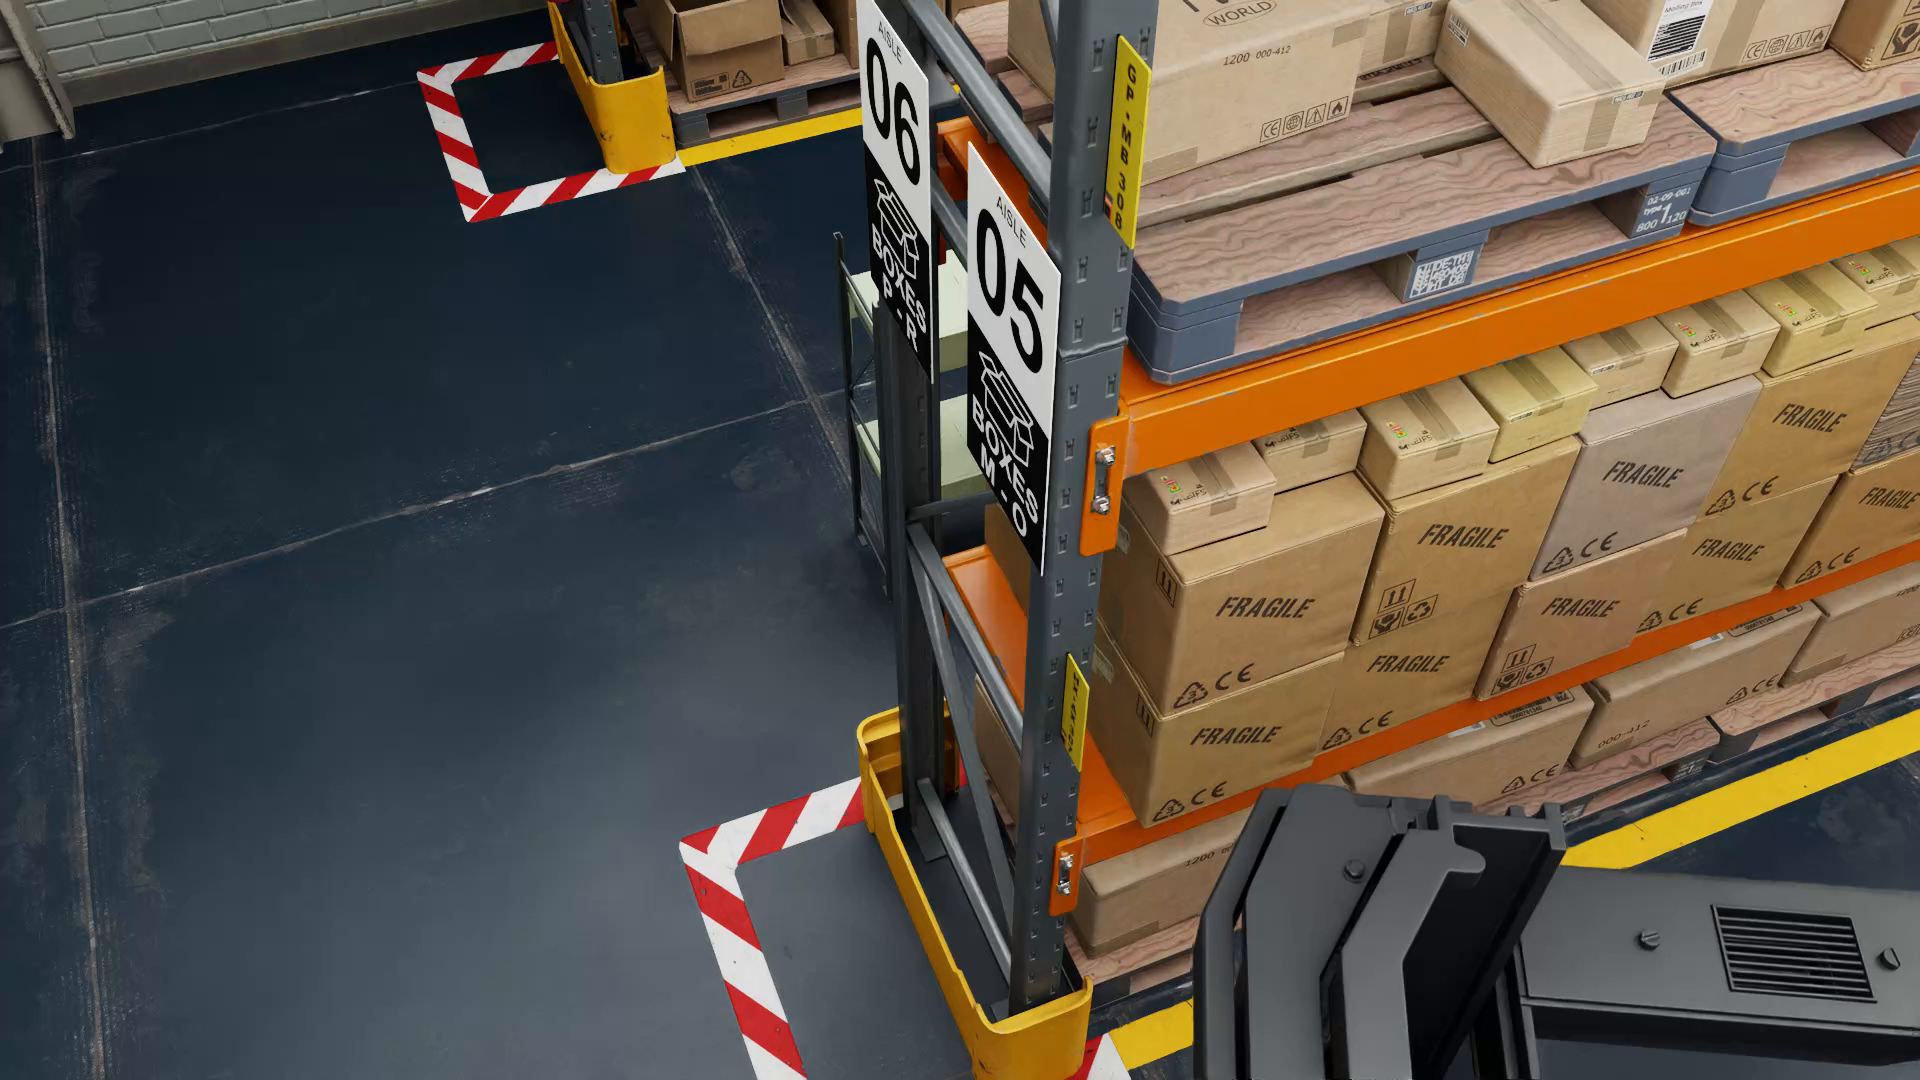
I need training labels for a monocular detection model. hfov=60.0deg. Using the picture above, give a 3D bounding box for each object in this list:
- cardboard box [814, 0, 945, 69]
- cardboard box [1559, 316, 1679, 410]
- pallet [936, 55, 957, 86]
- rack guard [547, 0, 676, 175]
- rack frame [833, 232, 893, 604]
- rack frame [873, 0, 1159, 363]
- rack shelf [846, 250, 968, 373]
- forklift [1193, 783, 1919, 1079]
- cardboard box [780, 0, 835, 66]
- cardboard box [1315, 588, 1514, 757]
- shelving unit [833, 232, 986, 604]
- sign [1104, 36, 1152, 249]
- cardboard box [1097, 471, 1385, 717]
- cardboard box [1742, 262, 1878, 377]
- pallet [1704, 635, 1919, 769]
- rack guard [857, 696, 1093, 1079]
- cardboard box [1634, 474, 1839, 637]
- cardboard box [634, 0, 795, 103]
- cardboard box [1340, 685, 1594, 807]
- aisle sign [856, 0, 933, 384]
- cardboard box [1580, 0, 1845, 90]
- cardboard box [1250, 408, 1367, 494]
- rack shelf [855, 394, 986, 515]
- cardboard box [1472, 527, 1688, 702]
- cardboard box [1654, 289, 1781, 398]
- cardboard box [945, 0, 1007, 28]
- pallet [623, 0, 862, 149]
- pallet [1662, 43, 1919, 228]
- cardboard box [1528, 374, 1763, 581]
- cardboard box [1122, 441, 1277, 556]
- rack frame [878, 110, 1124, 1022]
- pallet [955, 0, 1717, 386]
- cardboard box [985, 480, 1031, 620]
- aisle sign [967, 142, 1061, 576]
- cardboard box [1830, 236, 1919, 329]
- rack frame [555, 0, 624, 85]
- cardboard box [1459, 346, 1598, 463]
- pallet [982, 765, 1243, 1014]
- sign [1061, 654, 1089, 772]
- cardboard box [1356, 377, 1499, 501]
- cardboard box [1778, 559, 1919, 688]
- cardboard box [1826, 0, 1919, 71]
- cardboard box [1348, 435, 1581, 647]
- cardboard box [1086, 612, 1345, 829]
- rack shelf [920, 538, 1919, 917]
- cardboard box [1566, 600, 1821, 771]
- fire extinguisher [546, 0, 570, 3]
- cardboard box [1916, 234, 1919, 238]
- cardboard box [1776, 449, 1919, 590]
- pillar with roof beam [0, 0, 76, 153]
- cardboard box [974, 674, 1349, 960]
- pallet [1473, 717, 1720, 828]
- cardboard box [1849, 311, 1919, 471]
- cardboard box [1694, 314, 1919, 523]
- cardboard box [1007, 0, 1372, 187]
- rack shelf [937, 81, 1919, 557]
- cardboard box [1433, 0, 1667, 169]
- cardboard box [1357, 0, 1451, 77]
[{"bbox_3d":[-0.424,-2.834,8.418,0.500,0.500,0.700,-15,51,-13],"label":"cardboard box"},{"bbox_3d":[1.441,-0.497,3.888,0.250,0.149,0.380,-17,51,-14],"label":"cardboard box"},{"bbox_3d":[0.103,-2.875,8.920,1.213,0.211,1.003,-17,52,-14],"label":"pallet"},{"bbox_3d":[-1.762,-2.392,8.316,0.348,0.500,1.175,-17,52,-14],"label":"rack guard"},{"bbox_3d":[-0.333,-0.386,5.933,0.023,1.500,0.400,-17,52,-14],"label":"rack frame"},{"bbox_3d":[0.048,-1.654,2.080,0.127,3.000,1.000,-17,52,-14],"label":"rack frame"},{"bbox_3d":[0.006,-0.745,5.727,0.720,0.370,0.431,-17,52,-14],"label":"rack shelf"},{"bbox_3d":[1.161,1.640,3.250,3.031,2.935,1.130,4,49,3],"label":"forklift"},{"bbox_3d":[-0.822,-2.596,8.446,0.250,0.149,0.380,-19,52,-16],"label":"cardboard box"},{"bbox_3d":[1.059,0.167,4.404,0.500,0.500,0.500,-18,52,-15],"label":"cardboard box"},{"bbox_3d":[0.006,-0.491,6.023,0.755,1.500,0.431,-17,52,-14],"label":"shelving unit"},{"bbox_3d":[0.252,-0.596,2.520,0.005,0.325,0.100,-17,52,-14],"label":"sign"},{"bbox_3d":[0.600,0.004,3.885,0.500,0.500,0.500,-18,52,-15],"label":"cardboard box"},{"bbox_3d":[1.933,-0.592,3.970,0.250,0.149,0.380,-18,52,-15],"label":"cardboard box"},{"bbox_3d":[3.017,0.224,6.259,1.213,0.211,1.003,-17,52,-14],"label":"pallet"},{"bbox_3d":[0.026,1.121,5.298,0.348,0.500,1.175,-17,52,-14],"label":"rack guard"},{"bbox_3d":[1.994,-0.122,4.652,0.500,0.500,0.500,-16,51,-13],"label":"cardboard box"},{"bbox_3d":[-1.230,-2.617,8.230,0.637,0.503,0.797,-19,52,-16],"label":"cardboard box"},{"bbox_3d":[1.465,0.470,5.622,0.875,0.438,0.875,-16,51,-13],"label":"cardboard box"},{"bbox_3d":[-0.136,-0.744,3.539,0.004,0.787,0.394,-17,52,-14],"label":"aisle sign"},{"bbox_3d":[1.453,-1.212,3.393,0.500,0.311,0.500,-16,51,-14],"label":"cardboard box"},{"bbox_3d":[0.697,-0.302,3.720,0.250,0.149,0.380,-16,51,-13],"label":"cardboard box"},{"bbox_3d":[0.006,-0.278,6.271,0.720,0.370,0.431,-17,52,-14],"label":"rack shelf"},{"bbox_3d":[1.536,0.033,4.519,0.500,0.500,0.500,-17,52,-14],"label":"cardboard box"},{"bbox_3d":[1.688,-0.539,3.924,0.250,0.149,0.380,-17,51,-14],"label":"cardboard box"},{"bbox_3d":[0.103,-2.916,8.488,0.500,0.500,0.500,-16,51,-14],"label":"cardboard box"},{"bbox_3d":[-1.024,-2.528,8.622,1.213,0.211,1.003,-17,52,-14],"label":"pallet"},{"bbox_3d":[1.862,-1.221,3.744,1.213,0.211,1.003,-17,52,-14],"label":"pallet"},{"bbox_3d":[1.549,-0.302,4.148,0.500,0.500,0.500,-18,52,-15],"label":"cardboard box"},{"bbox_3d":[0.481,-0.177,3.613,0.250,0.149,0.380,-16,51,-13],"label":"cardboard box"},{"bbox_3d":[0.048,0.300,4.356,0.127,3.000,1.000,-17,52,-14],"label":"rack frame"},{"bbox_3d":[0.731,-0.868,3.441,1.213,0.211,1.003,-17,52,-14],"label":"pallet"},{"bbox_3d":[0.394,-0.057,4.596,0.500,0.500,0.500,-17,51,-14],"label":"cardboard box"},{"bbox_3d":[0.091,-0.323,3.177,0.004,0.787,0.394,-17,52,-14],"label":"aisle sign"},{"bbox_3d":[2.157,-0.702,4.064,0.250,0.149,0.380,-17,52,-14],"label":"cardboard box"},{"bbox_3d":[-1.832,-3.185,7.349,0.127,3.000,1.000,-17,52,-14],"label":"rack frame"},{"bbox_3d":[1.218,-0.384,3.791,0.250,0.149,0.380,-19,52,-15],"label":"cardboard box"},{"bbox_3d":[0.759,0.924,5.658,1.213,0.211,1.003,-17,52,-14],"label":"pallet"},{"bbox_3d":[0.252,0.384,3.661,0.005,0.325,0.100,-17,52,-14],"label":"sign"},{"bbox_3d":[0.981,-0.296,3.715,0.250,0.149,0.380,-16,51,-13],"label":"cardboard box"},{"bbox_3d":[3.129,-0.045,6.064,0.875,0.438,0.875,-18,52,-15],"label":"cardboard box"},{"bbox_3d":[1.971,-1.352,3.389,0.500,0.500,0.500,-16,51,-14],"label":"cardboard box"},{"bbox_3d":[1.076,-0.149,4.017,0.500,0.500,0.500,-18,52,-15],"label":"cardboard box"},{"bbox_3d":[0.601,0.331,4.263,0.500,0.500,0.500,-18,52,-15],"label":"cardboard box"},{"bbox_3d":[1.899,-0.039,5.121,4.000,0.370,1.077,-17,52,-14],"label":"rack shelf"},{"bbox_3d":[2.301,0.213,5.843,0.875,0.438,0.875,-19,52,-15],"label":"cardboard box"},{"bbox_3d":[-1.794,-2.671,7.205,0.183,0.674,0.296,-17,52,-14],"label":"fire extinguisher"},{"bbox_3d":[2.379,-0.783,4.133,0.250,0.149,0.380,-18,52,-15],"label":"cardboard box"},{"bbox_3d":[2.484,-0.261,4.772,0.500,0.500,0.500,-18,52,-15],"label":"cardboard box"},{"bbox_3d":[-3.041,-1.976,2.356,0.400,9.000,9.100,-17,52,-14],"label":"pillar with roof beam"},{"bbox_3d":[0.621,0.738,5.391,0.875,0.438,0.875,-19,52,-15],"label":"cardboard box"},{"bbox_3d":[1.886,0.577,5.956,1.213,0.211,1.003,-17,52,-14],"label":"pallet"},{"bbox_3d":[2.478,-0.584,4.390,0.500,0.500,0.500,-17,51,-14],"label":"cardboard box"},{"bbox_3d":[2.011,-0.446,4.271,0.500,0.500,0.500,-17,51,-14],"label":"cardboard box"},{"bbox_3d":[0.430,-0.990,3.243,0.500,0.250,0.500,-22,53,-18],"label":"cardboard box"},{"bbox_3d":[1.899,-1.017,3.983,4.000,0.370,1.077,-17,52,-14],"label":"rack shelf"},{"bbox_3d":[1.142,-0.915,3.245,0.250,0.149,0.380,-16,51,-13],"label":"cardboard box"},{"bbox_3d":[0.788,-1.134,3.433,0.250,0.149,0.380,-21,52,-17],"label":"cardboard box"}]
